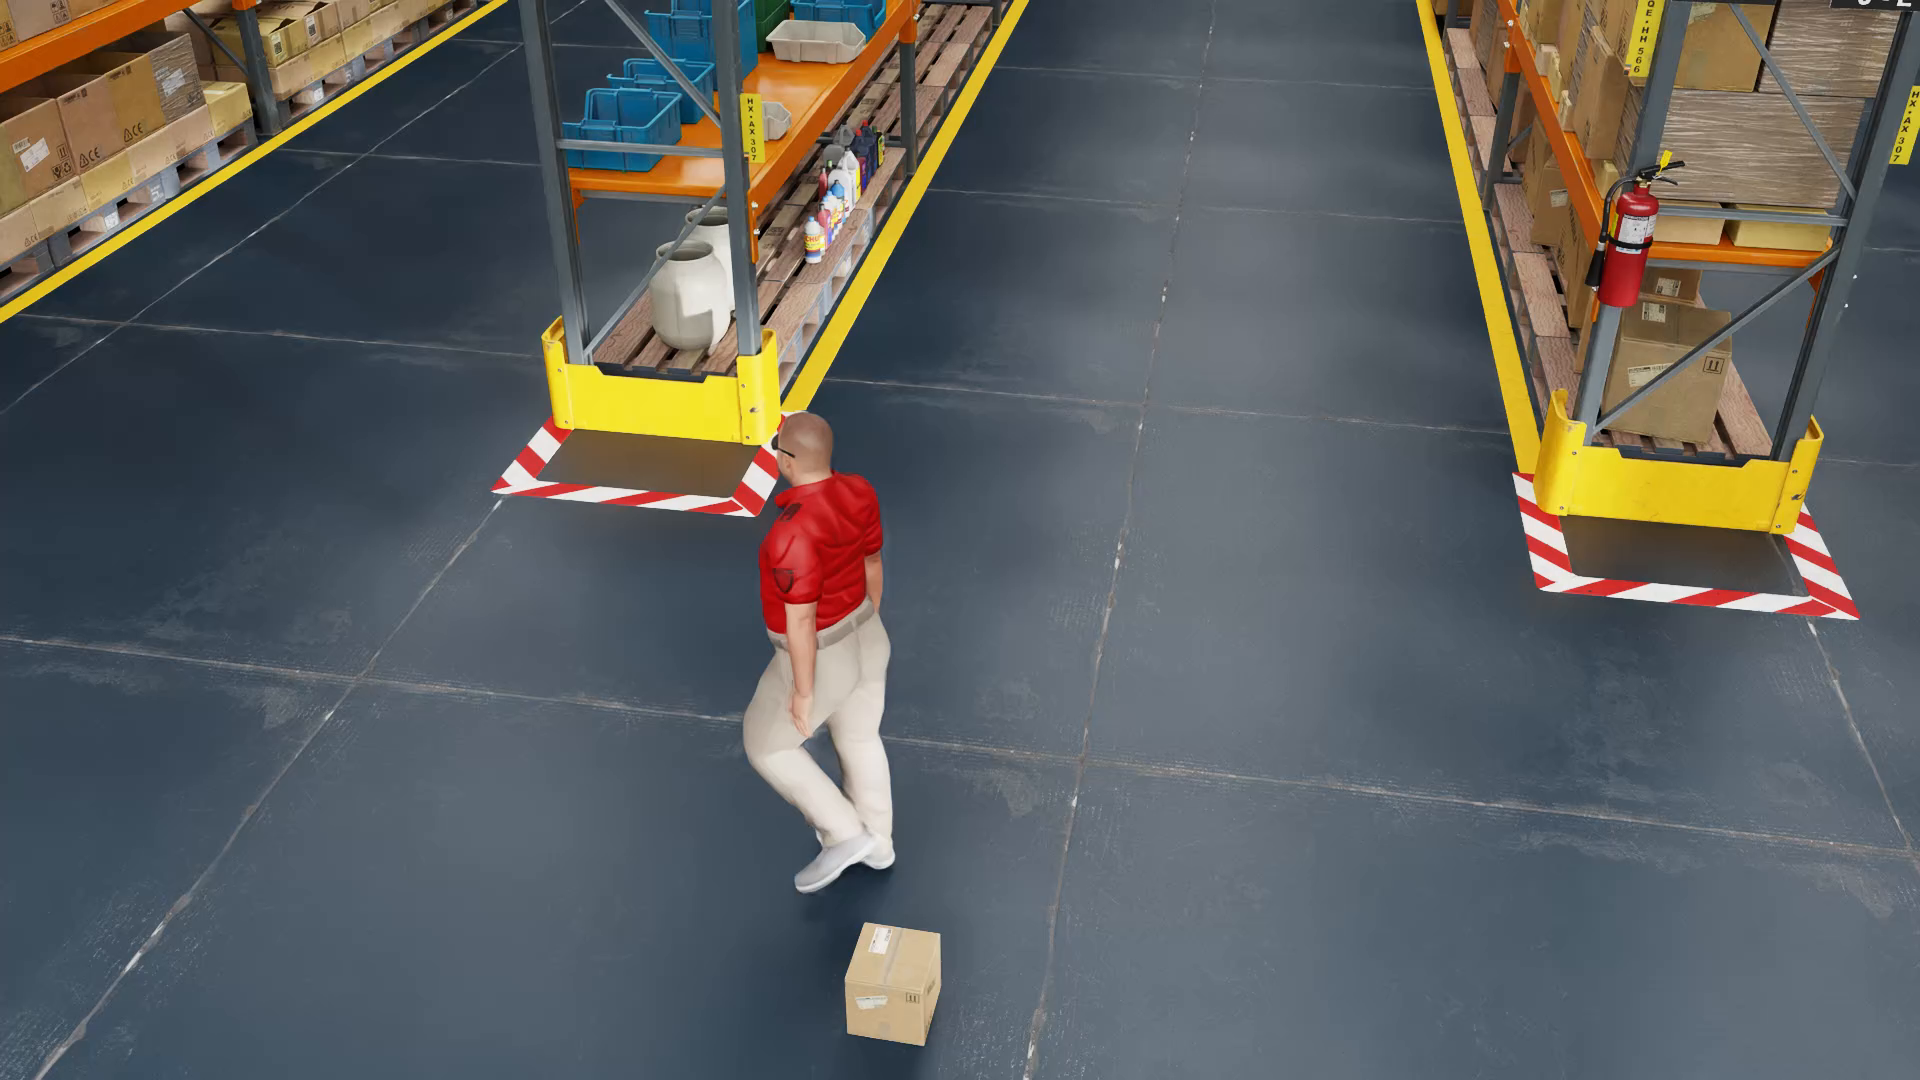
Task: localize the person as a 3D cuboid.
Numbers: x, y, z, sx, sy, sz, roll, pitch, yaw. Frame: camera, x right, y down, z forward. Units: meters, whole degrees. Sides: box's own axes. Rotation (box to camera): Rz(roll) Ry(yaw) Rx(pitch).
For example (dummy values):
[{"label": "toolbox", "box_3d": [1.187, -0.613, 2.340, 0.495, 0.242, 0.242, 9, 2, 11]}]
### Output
[{"label": "person", "box_3d": [-0.434, 0.384, 5.517, 0.484, 1.714, 0.596, 19, 37, 28]}]
